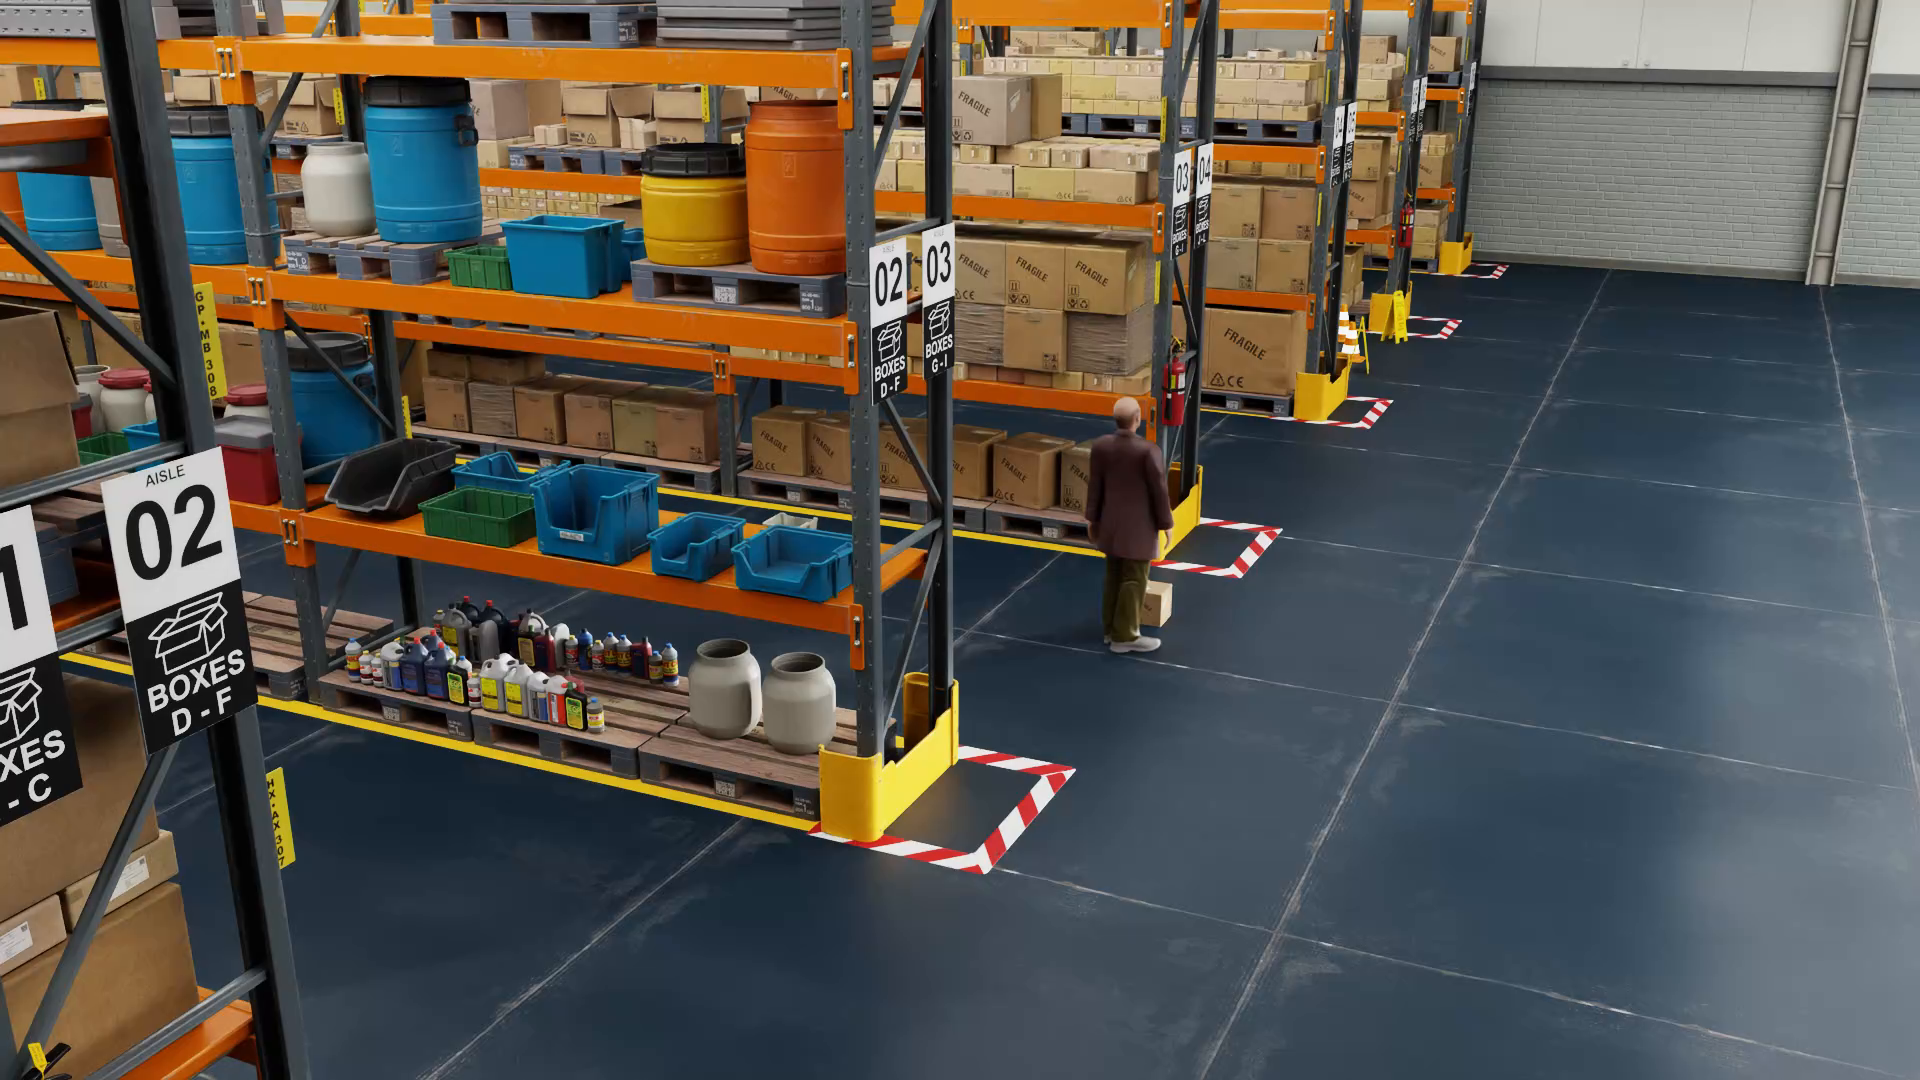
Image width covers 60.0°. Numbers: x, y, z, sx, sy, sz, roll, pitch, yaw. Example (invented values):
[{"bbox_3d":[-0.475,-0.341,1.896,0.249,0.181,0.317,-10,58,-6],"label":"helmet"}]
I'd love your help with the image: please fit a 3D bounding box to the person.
[{"bbox_3d":[1.167,-0.114,11.389,0.643,1.782,0.495,13,23,34],"label":"person"}]
